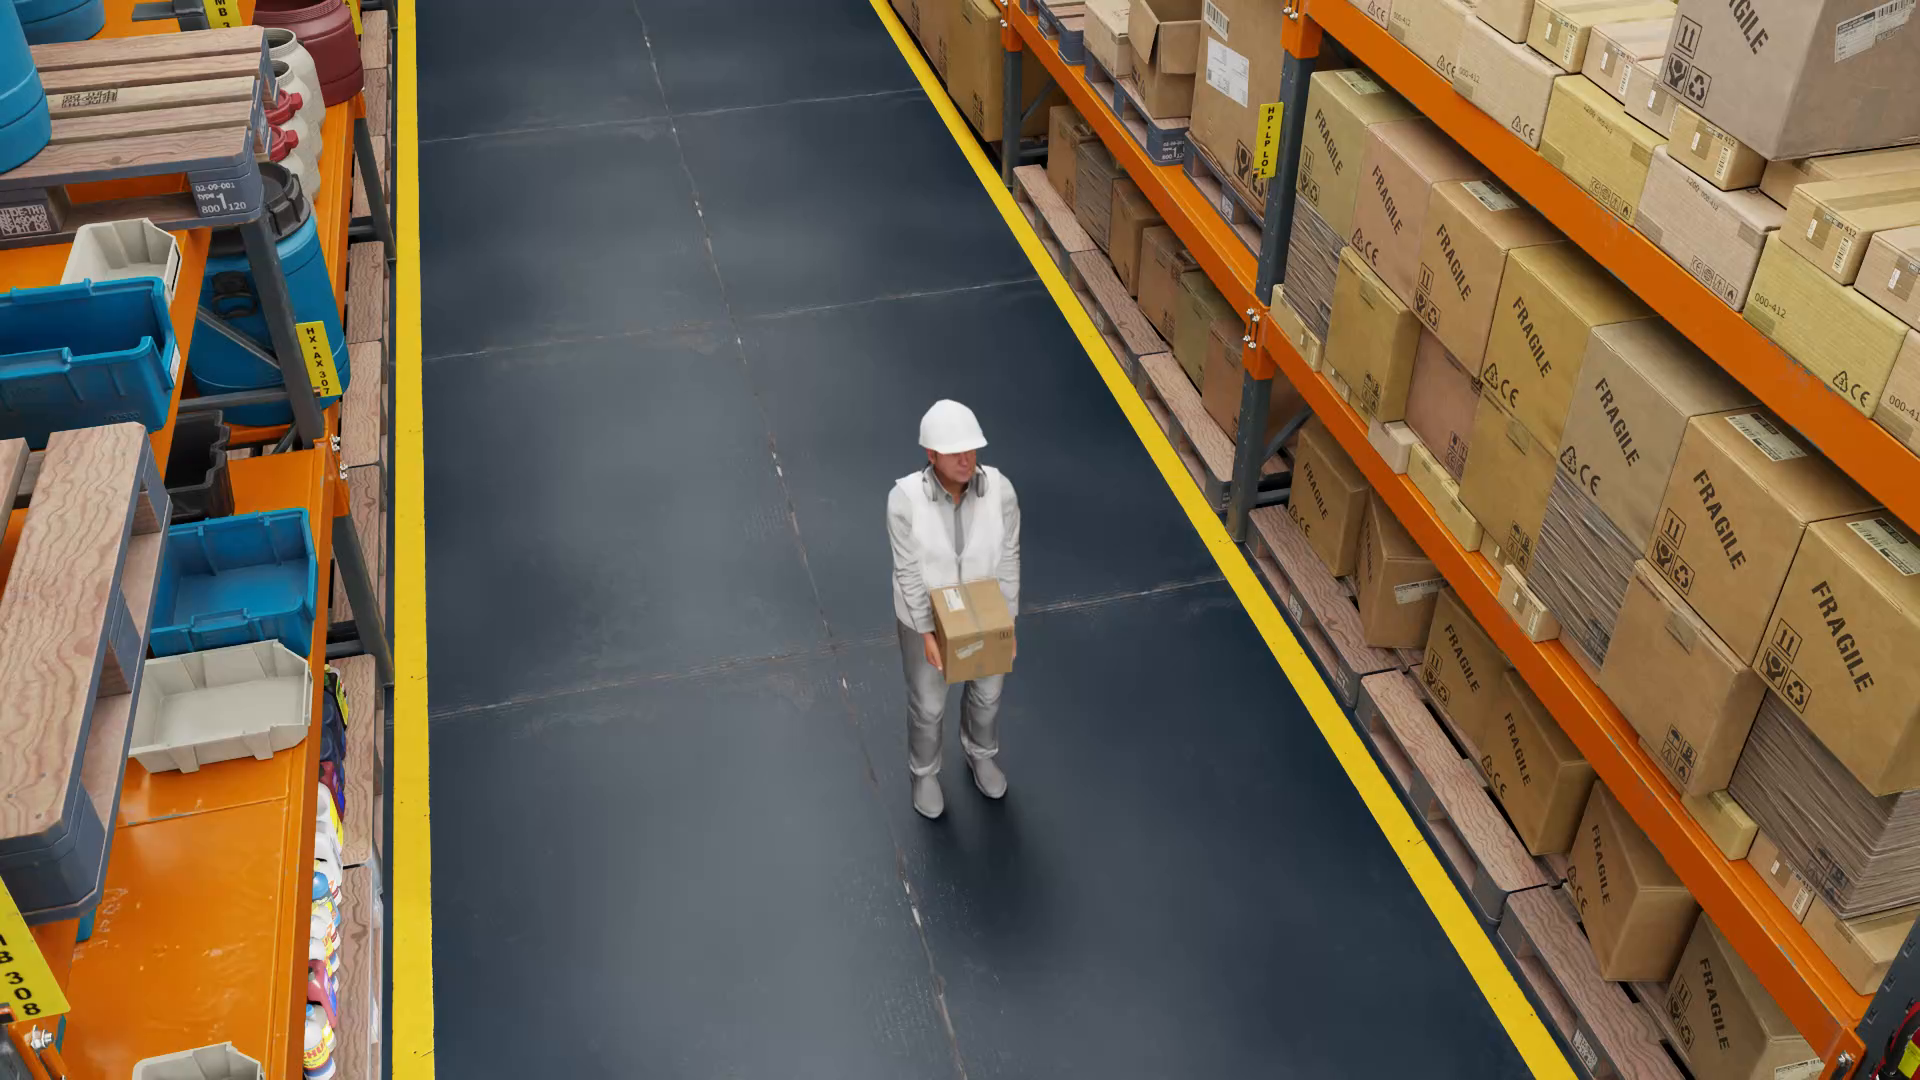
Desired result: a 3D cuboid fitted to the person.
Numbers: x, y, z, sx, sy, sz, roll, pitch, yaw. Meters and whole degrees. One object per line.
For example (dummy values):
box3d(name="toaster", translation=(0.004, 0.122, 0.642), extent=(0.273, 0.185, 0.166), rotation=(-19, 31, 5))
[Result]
box3d(name="person", translation=(0.003, 0.317, 6.288), extent=(0.499, 1.770, 0.551), rotation=(-9, 39, -12))
